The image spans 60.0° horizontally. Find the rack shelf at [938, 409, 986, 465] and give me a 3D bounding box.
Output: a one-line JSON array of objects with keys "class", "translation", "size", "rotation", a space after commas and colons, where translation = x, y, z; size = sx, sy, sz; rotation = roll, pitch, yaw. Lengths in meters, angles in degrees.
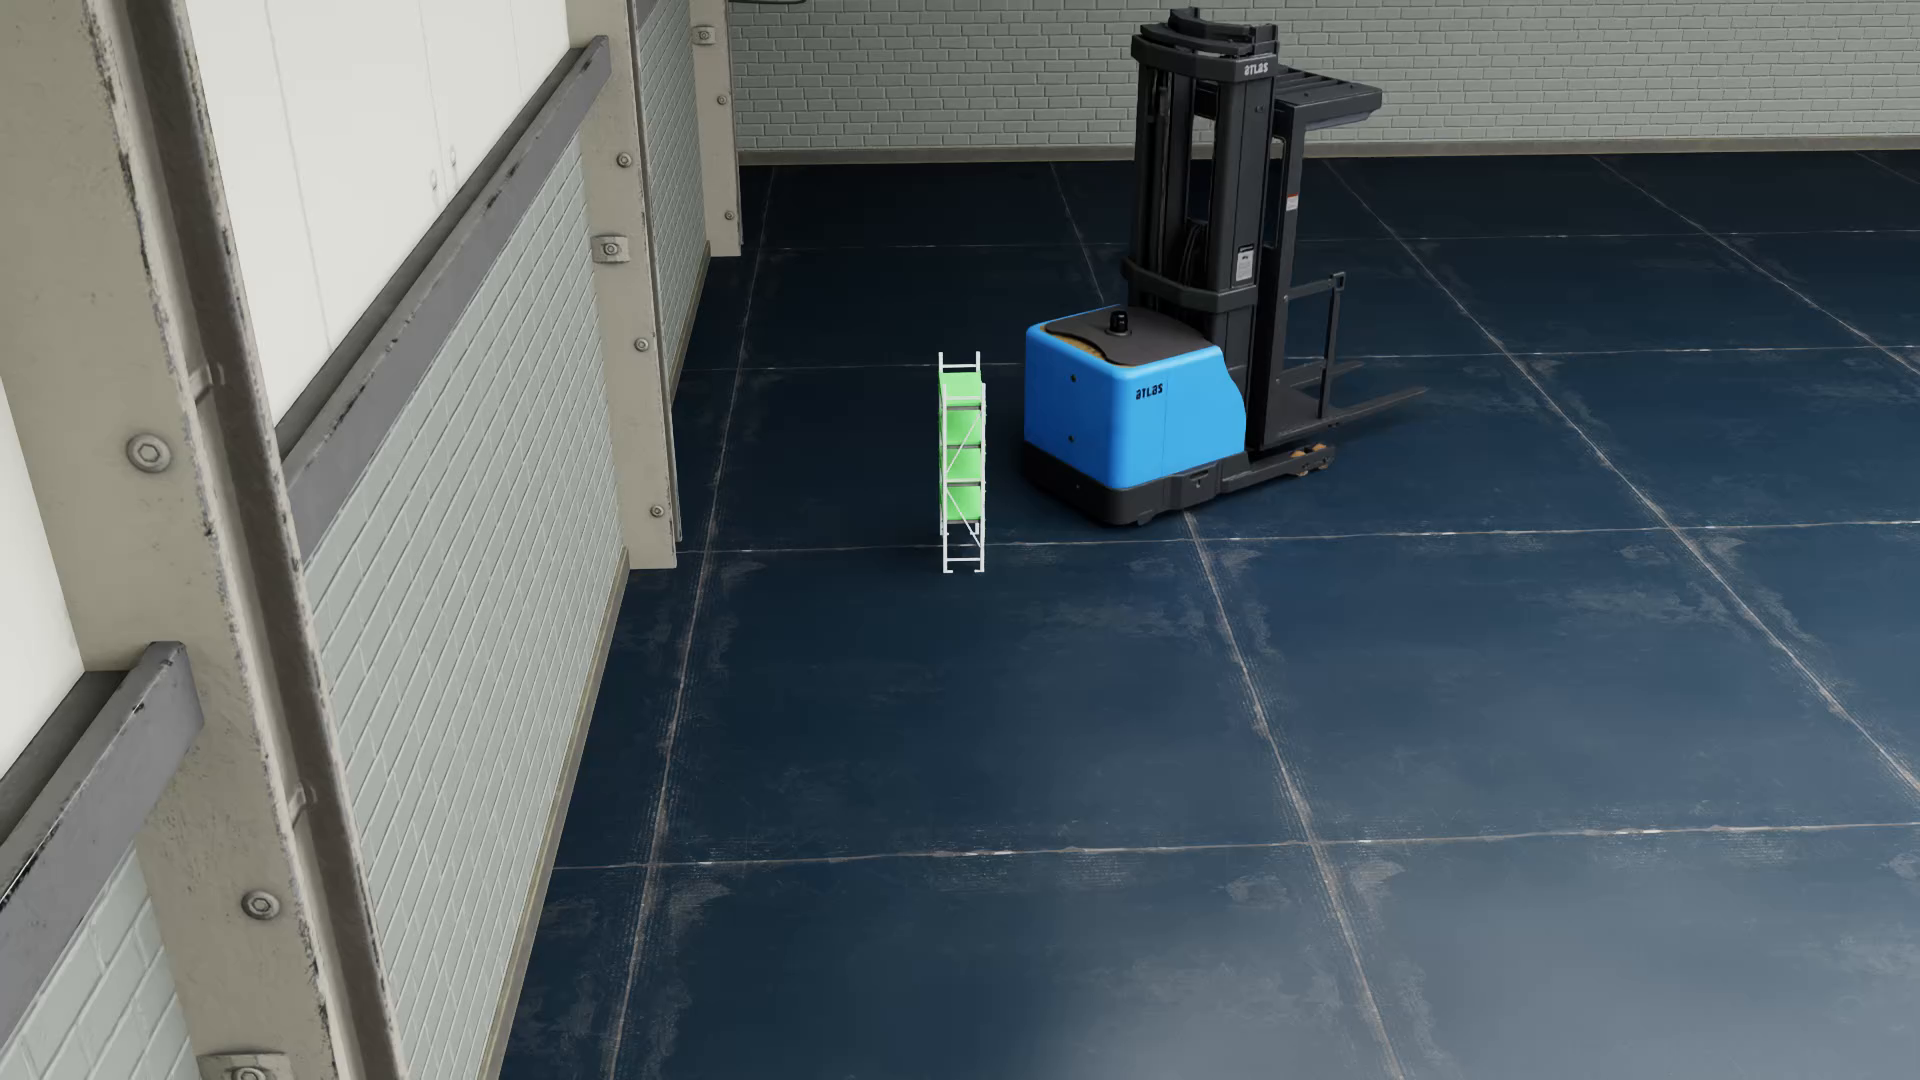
[{"class": "rack shelf", "translation": [0.009, -0.612, 9.745], "size": [0.258, 0.148, 0.480], "rotation": [-1, 28, -3]}]

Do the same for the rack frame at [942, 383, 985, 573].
[{"class": "rack frame", "translation": [0.021, -0.343, 9.610], "size": [0.240, 1.200, 0.015], "rotation": [-1, 28, -3]}]

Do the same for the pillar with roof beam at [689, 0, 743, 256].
[{"class": "pillar with roof beam", "translation": [2.124, -6.786, 13.530], "size": [9.100, 9.000, 0.400], "rotation": [-1, 28, -3]}]

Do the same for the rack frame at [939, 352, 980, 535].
[{"class": "rack frame", "translation": [-0.004, -0.568, 10.042], "size": [0.240, 1.200, 0.015], "rotation": [-1, 28, -3]}]

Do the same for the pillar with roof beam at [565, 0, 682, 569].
[{"class": "pillar with roof beam", "translation": [2.437, -4.015, 8.217], "size": [9.100, 9.000, 0.400], "rotation": [-1, 28, -3]}]

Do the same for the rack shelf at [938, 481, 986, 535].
[{"class": "rack shelf", "translation": [0.009, -0.186, 9.966], "size": [0.258, 0.148, 0.480], "rotation": [-1, 28, -3]}]

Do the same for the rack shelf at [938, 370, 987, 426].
[{"class": "rack shelf", "translation": [0.009, -0.824, 9.634], "size": [0.258, 0.148, 0.480], "rotation": [-1, 28, -3]}]

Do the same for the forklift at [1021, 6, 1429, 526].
[{"class": "forklift", "translation": [1.903, -1.906, 10.735], "size": [3.031, 2.935, 1.130], "rotation": [-18, 32, -30]}]

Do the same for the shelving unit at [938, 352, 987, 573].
[{"class": "shelving unit", "translation": [0.009, -0.456, 9.826], "size": [0.258, 1.200, 0.503], "rotation": [-1, 28, -3]}]

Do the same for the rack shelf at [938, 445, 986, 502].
[{"class": "rack shelf", "translation": [0.009, -0.399, 9.856], "size": [0.258, 0.148, 0.480], "rotation": [-1, 28, -3]}]

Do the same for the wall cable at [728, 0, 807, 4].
[{"class": "wall cable", "translation": [-1.008, -6.697, 16.718], "size": [3.097, 2.526, 0.112], "rotation": [-1, 28, -3]}]
